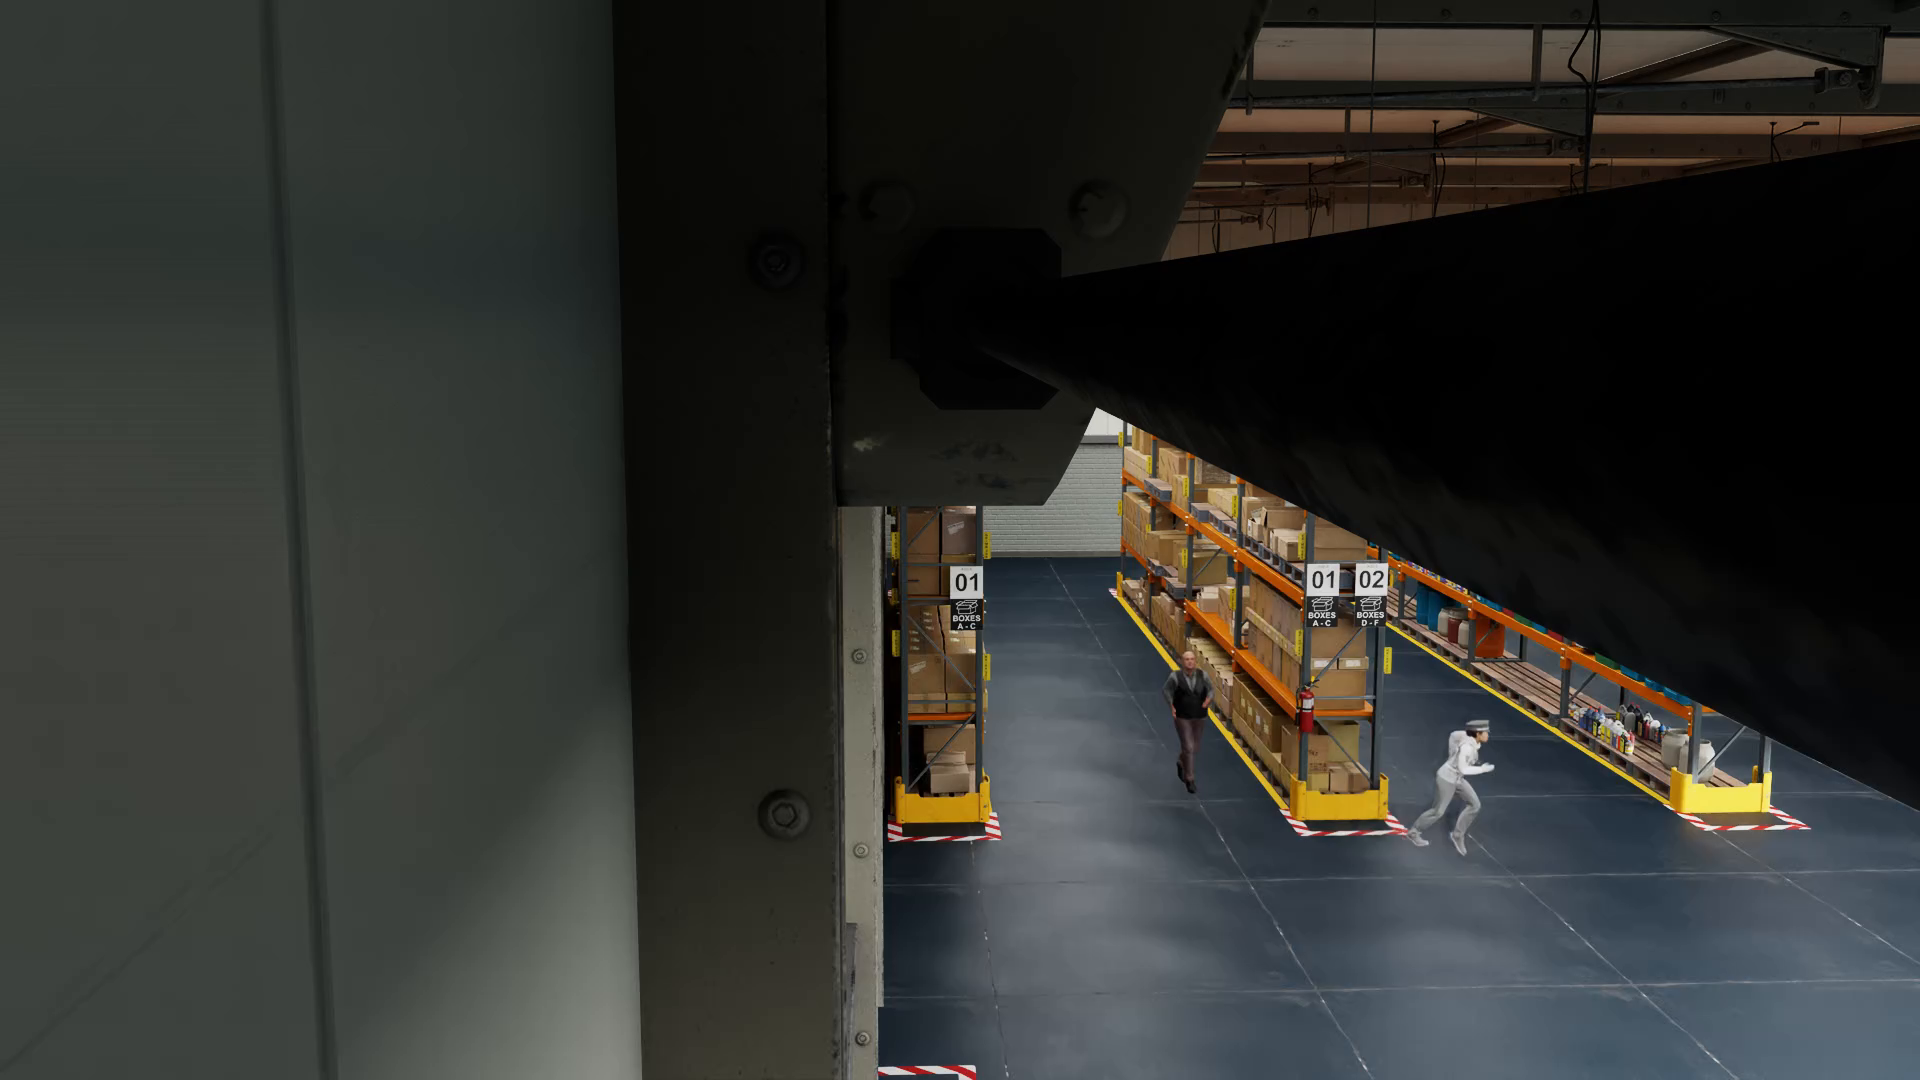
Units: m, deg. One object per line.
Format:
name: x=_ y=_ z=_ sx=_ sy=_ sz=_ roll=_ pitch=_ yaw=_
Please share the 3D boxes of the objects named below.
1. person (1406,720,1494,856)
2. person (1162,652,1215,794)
person: x=5.575 y=2.779 z=18.878 sx=0.941 sy=1.594 sz=0.649 roll=4 pitch=9 yaw=25
person: x=2.913 y=2.263 z=21.005 sx=0.655 sy=1.738 sz=0.773 roll=-1 pitch=8 yaw=-9
